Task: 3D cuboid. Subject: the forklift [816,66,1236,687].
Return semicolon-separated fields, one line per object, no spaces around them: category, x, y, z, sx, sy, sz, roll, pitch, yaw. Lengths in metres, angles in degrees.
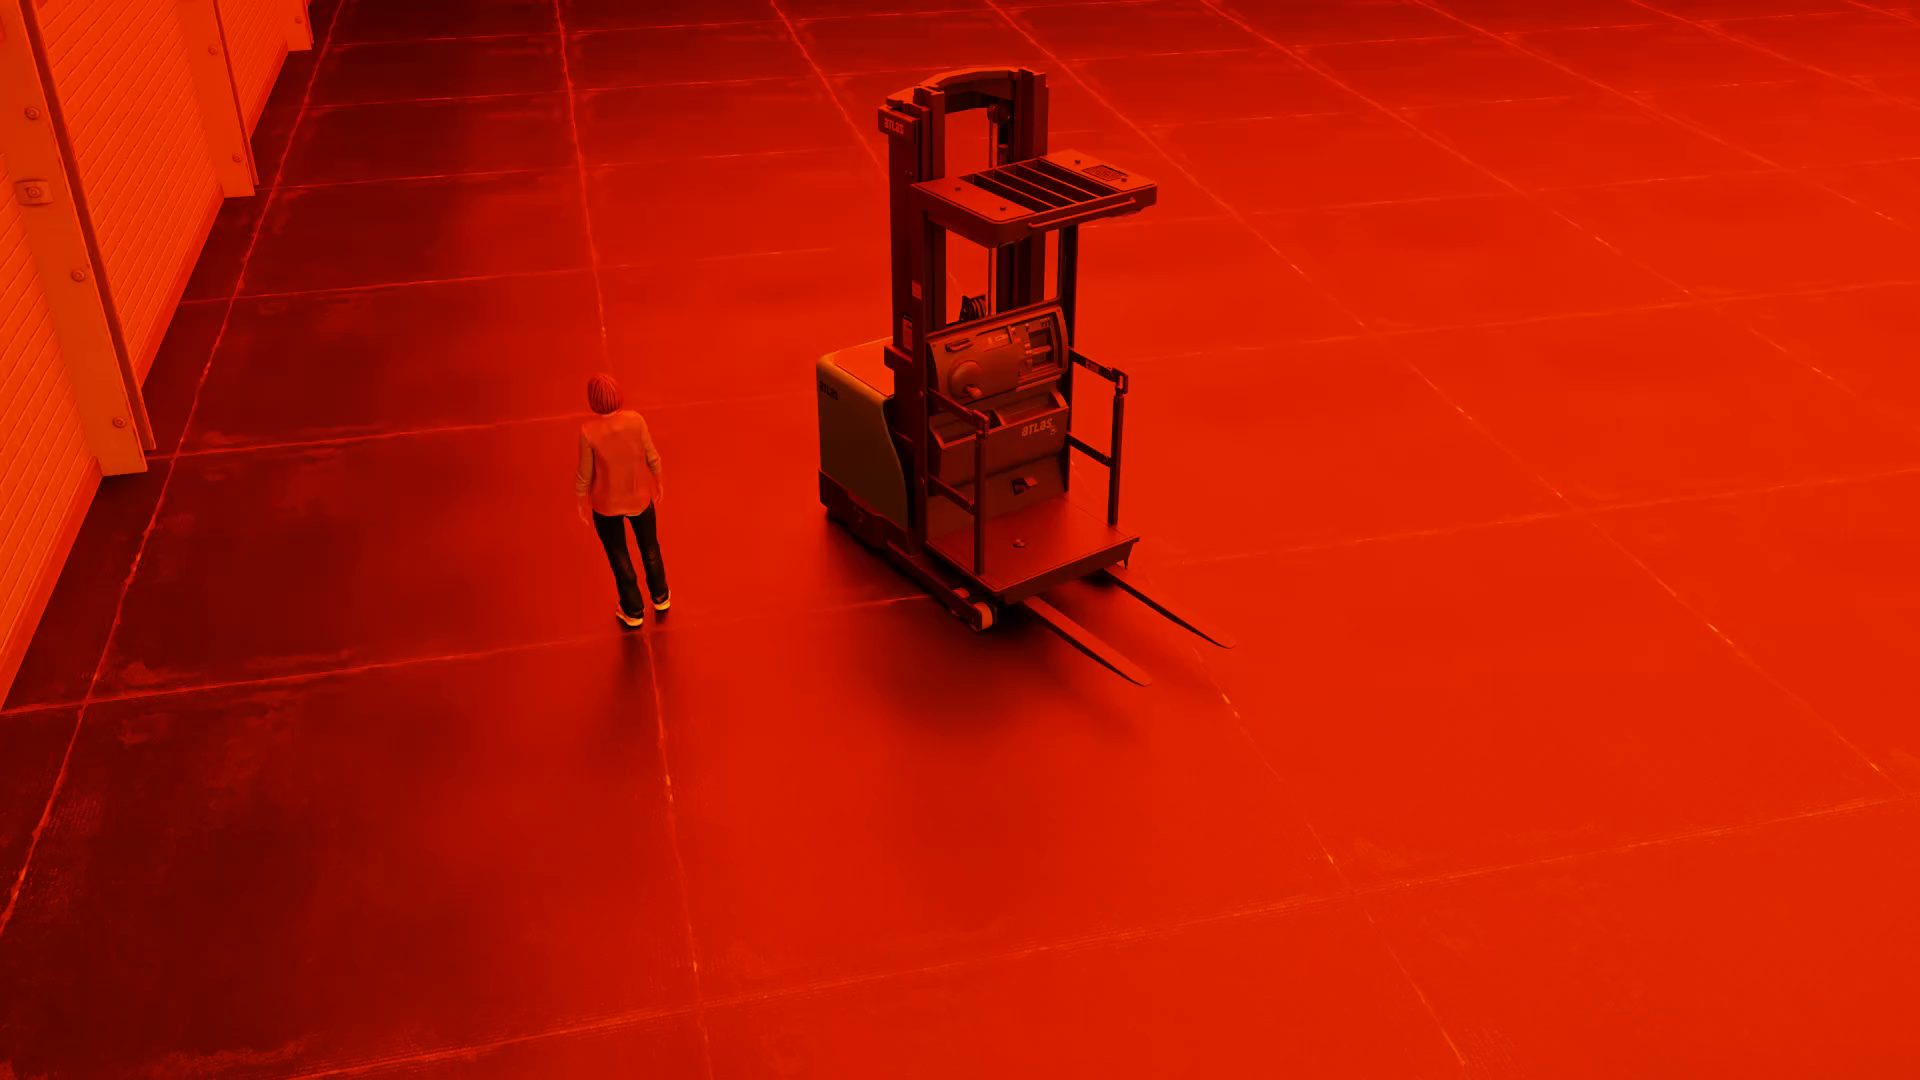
forklift;0.355;-1.021;9.338;1.130;2.935;3.031;-20;35;-30

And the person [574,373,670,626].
person;-1.906;-0.245;9.315;0.520;1.597;0.475;-12;32;-20
